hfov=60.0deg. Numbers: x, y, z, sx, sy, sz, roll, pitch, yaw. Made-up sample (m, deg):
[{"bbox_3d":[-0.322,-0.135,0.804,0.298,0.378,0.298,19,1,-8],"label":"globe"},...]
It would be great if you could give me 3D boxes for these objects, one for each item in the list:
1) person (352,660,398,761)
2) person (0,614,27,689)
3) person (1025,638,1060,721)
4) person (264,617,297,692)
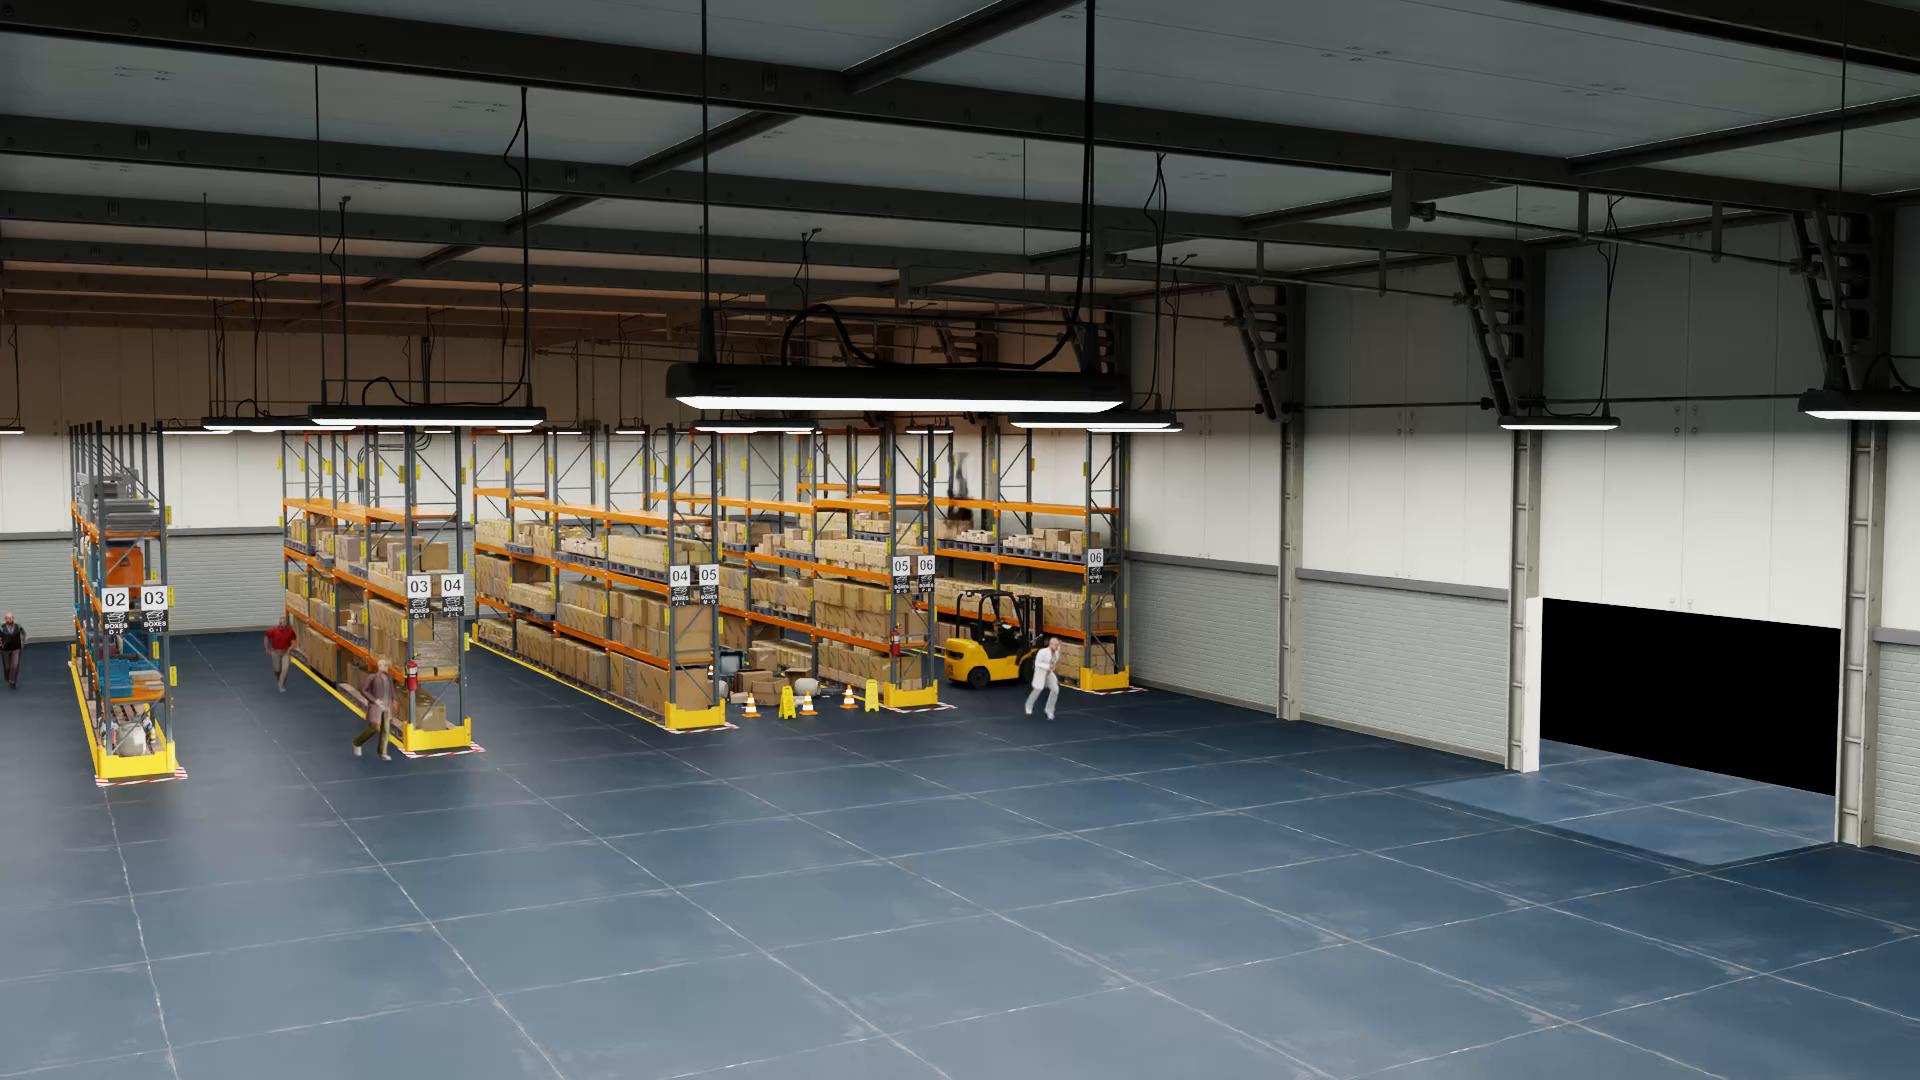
[{"bbox_3d":[-10.342,3.006,29.663,0.933,1.748,0.772,2,4,32],"label":"person"},{"bbox_3d":[-21.747,2.544,38.103,0.671,1.718,0.798,-2,4,-34],"label":"person"},{"bbox_3d":[1.699,2.823,33.872,0.752,1.733,1.071,-3,4,-37],"label":"person"},{"bbox_3d":[-15.376,2.582,37.660,0.694,1.695,0.723,-2,4,-28],"label":"person"}]
